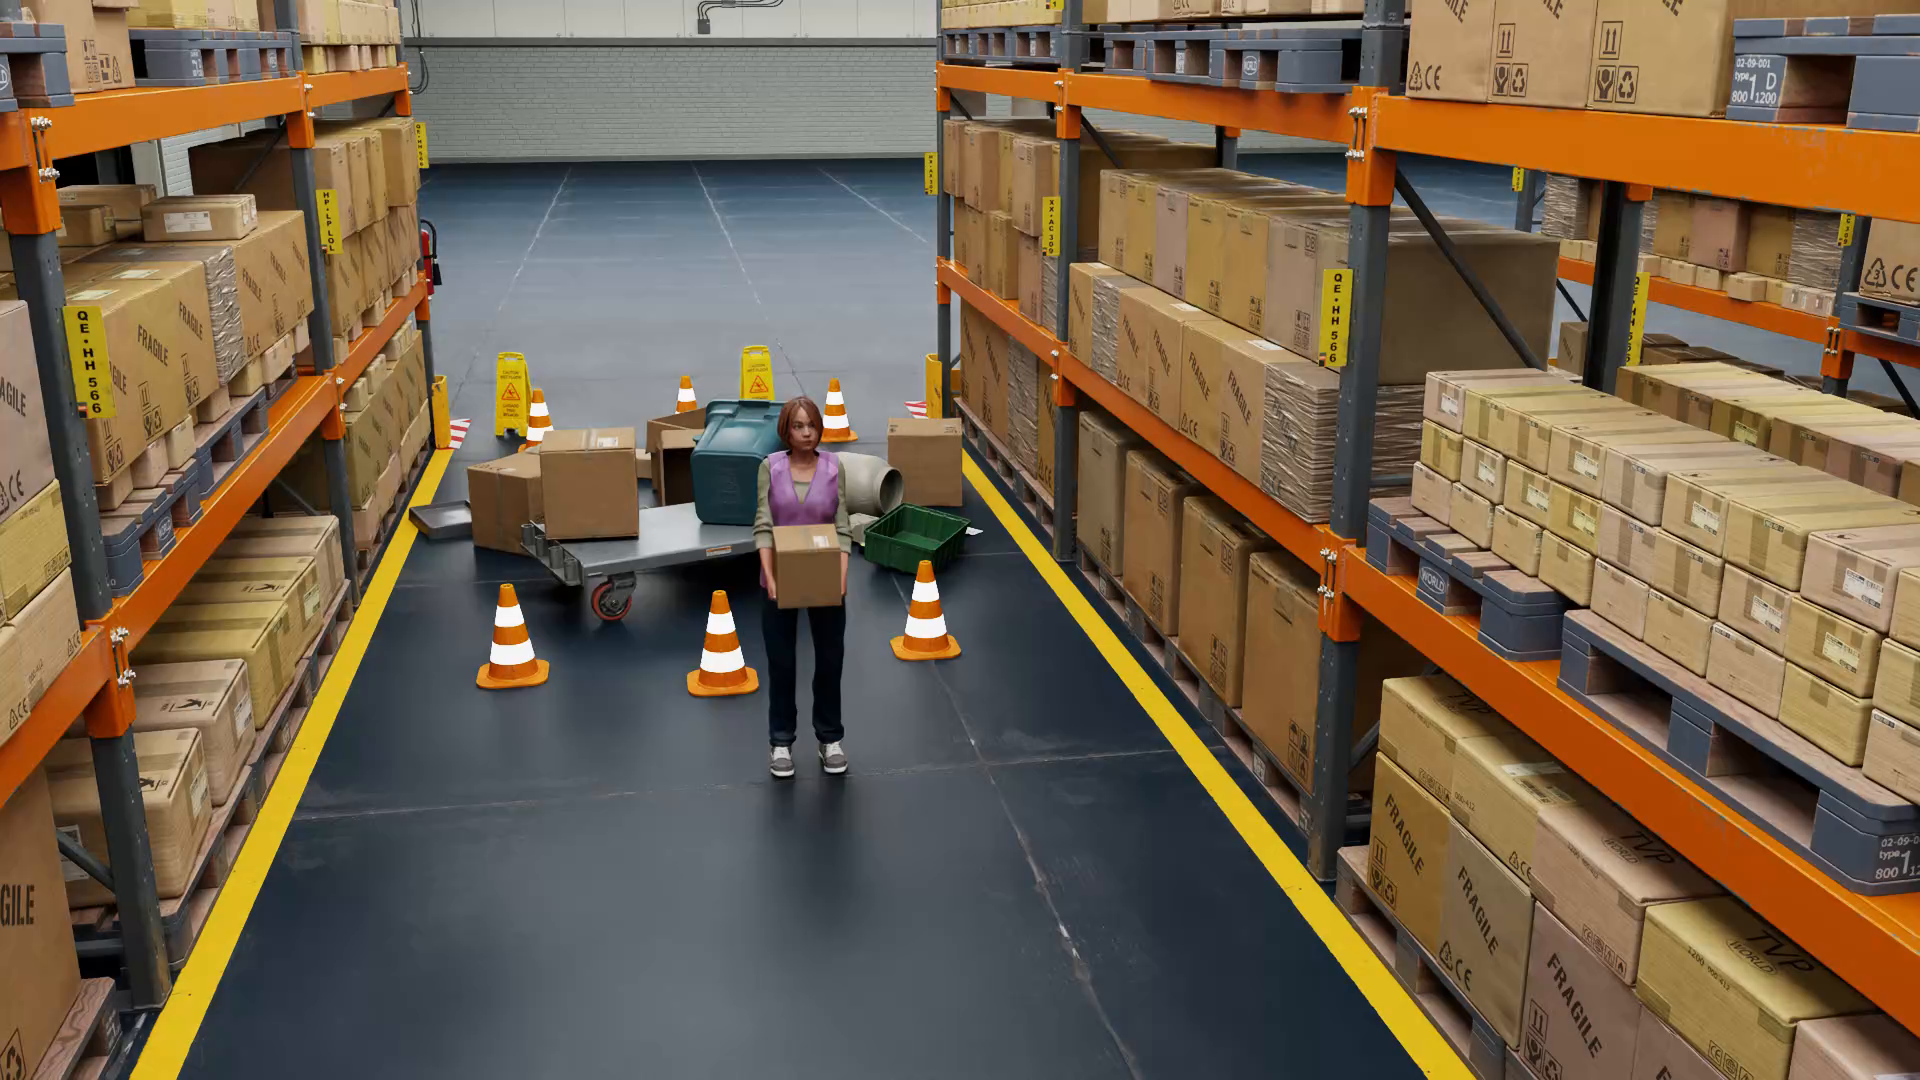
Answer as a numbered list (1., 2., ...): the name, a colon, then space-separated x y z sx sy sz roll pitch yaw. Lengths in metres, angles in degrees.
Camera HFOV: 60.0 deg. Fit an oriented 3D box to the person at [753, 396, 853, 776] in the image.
1. person: -0.636 0.219 6.834 0.405 1.589 0.495 -3 17 -10
